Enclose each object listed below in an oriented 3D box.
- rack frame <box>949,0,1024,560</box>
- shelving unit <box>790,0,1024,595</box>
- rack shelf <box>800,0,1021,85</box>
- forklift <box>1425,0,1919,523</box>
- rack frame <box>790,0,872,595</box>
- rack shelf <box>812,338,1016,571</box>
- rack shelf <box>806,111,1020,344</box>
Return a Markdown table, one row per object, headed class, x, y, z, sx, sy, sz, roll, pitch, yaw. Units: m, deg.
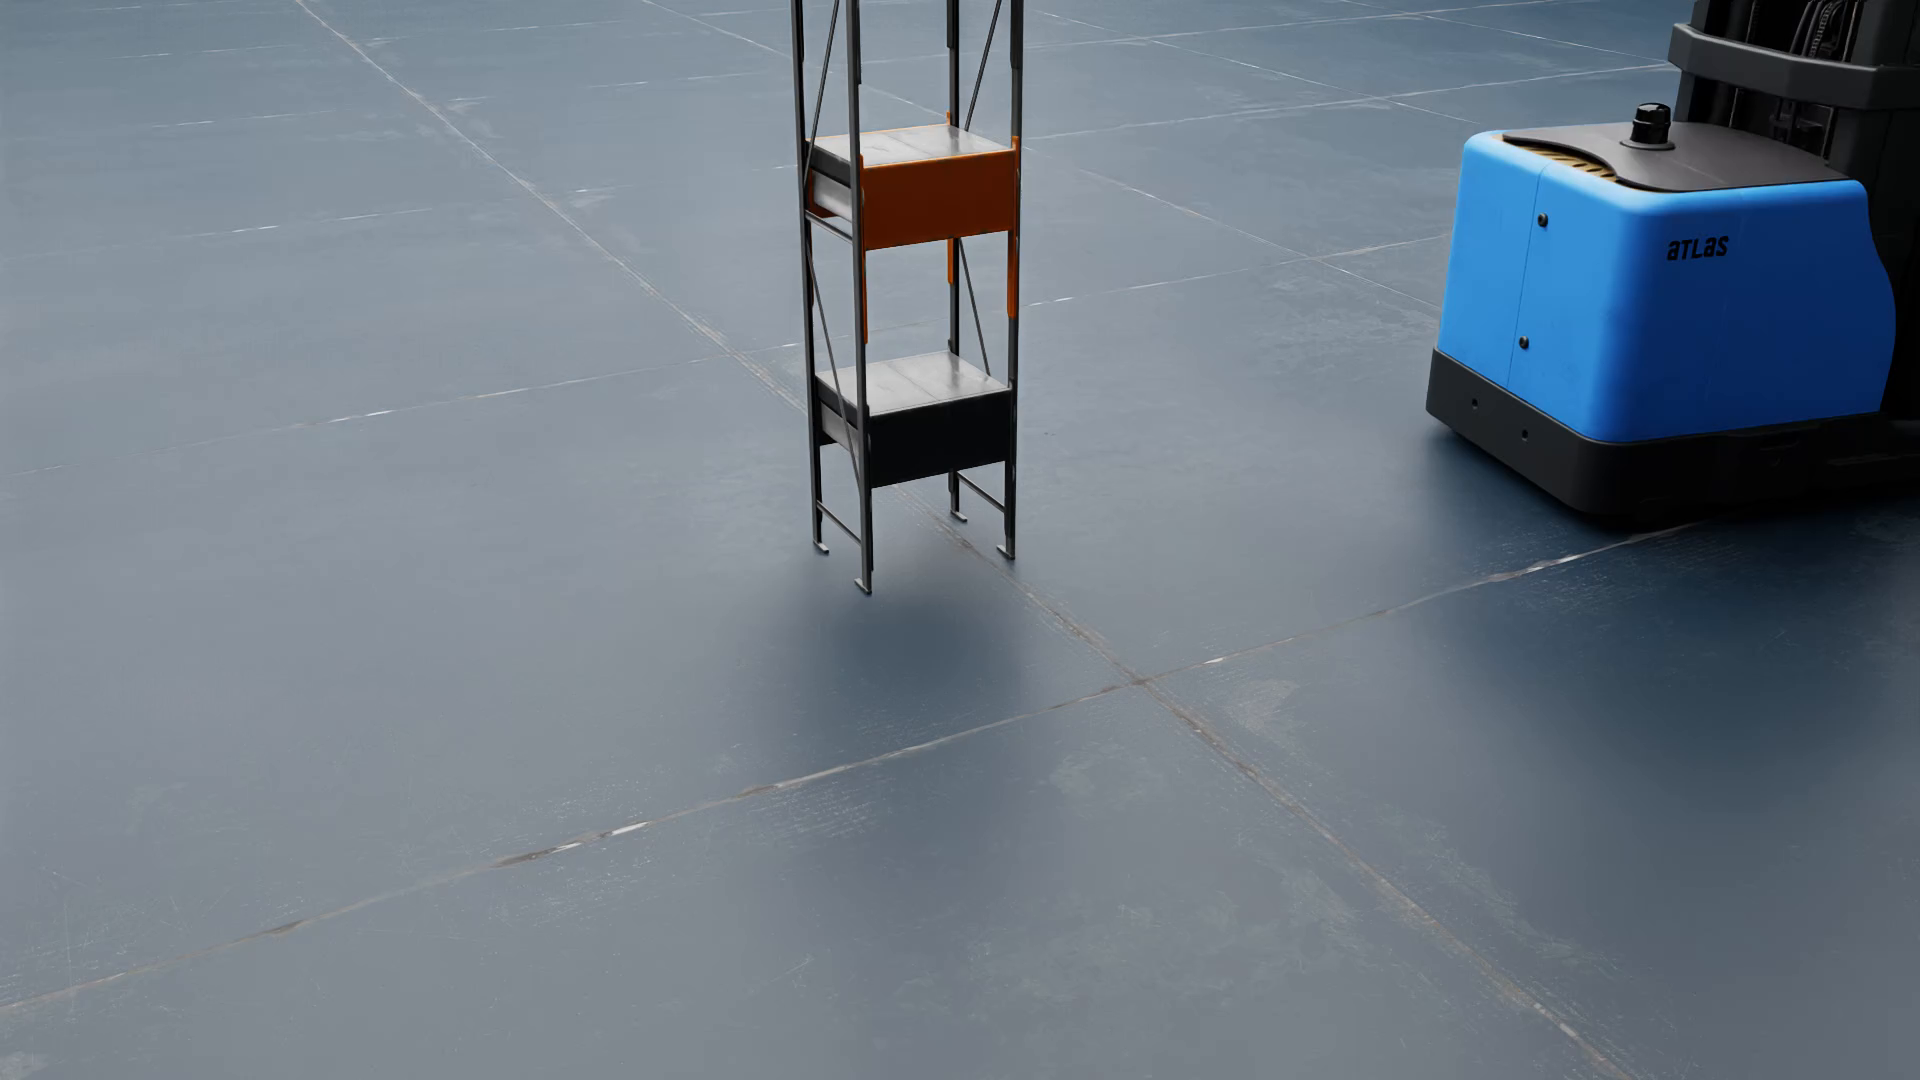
| class | x | y | z | sx | sy | sz | roll | pitch | yaw |
| --- | --- | --- | --- | --- | --- | --- | --- | --- | --- |
| rack frame | 0.069 | -0.963 | 4.829 | 0.015 | 2.100 | 0.400 | -13 | 29 | -25 |
| shelving unit | -0.146 | -0.913 | 4.725 | 0.503 | 2.100 | 0.431 | -13 | 29 | -25 |
| rack shelf | -0.146 | -1.532 | 4.428 | 0.480 | 0.518 | 0.431 | -13 | 29 | -25 |
| forklift | 3.275 | -1.725 | 5.457 | 3.031 | 2.935 | 1.130 | -7 | 27 | -15 |
| rack frame | -0.361 | -0.863 | 4.622 | 0.015 | 2.100 | 0.400 | -13 | 29 | -25 |
| rack shelf | -0.146 | -0.270 | 5.034 | 0.480 | 0.518 | 0.431 | -13 | 29 | -25 |
| rack shelf | -0.146 | -0.901 | 4.731 | 0.480 | 0.518 | 0.431 | -13 | 29 | -25 |
